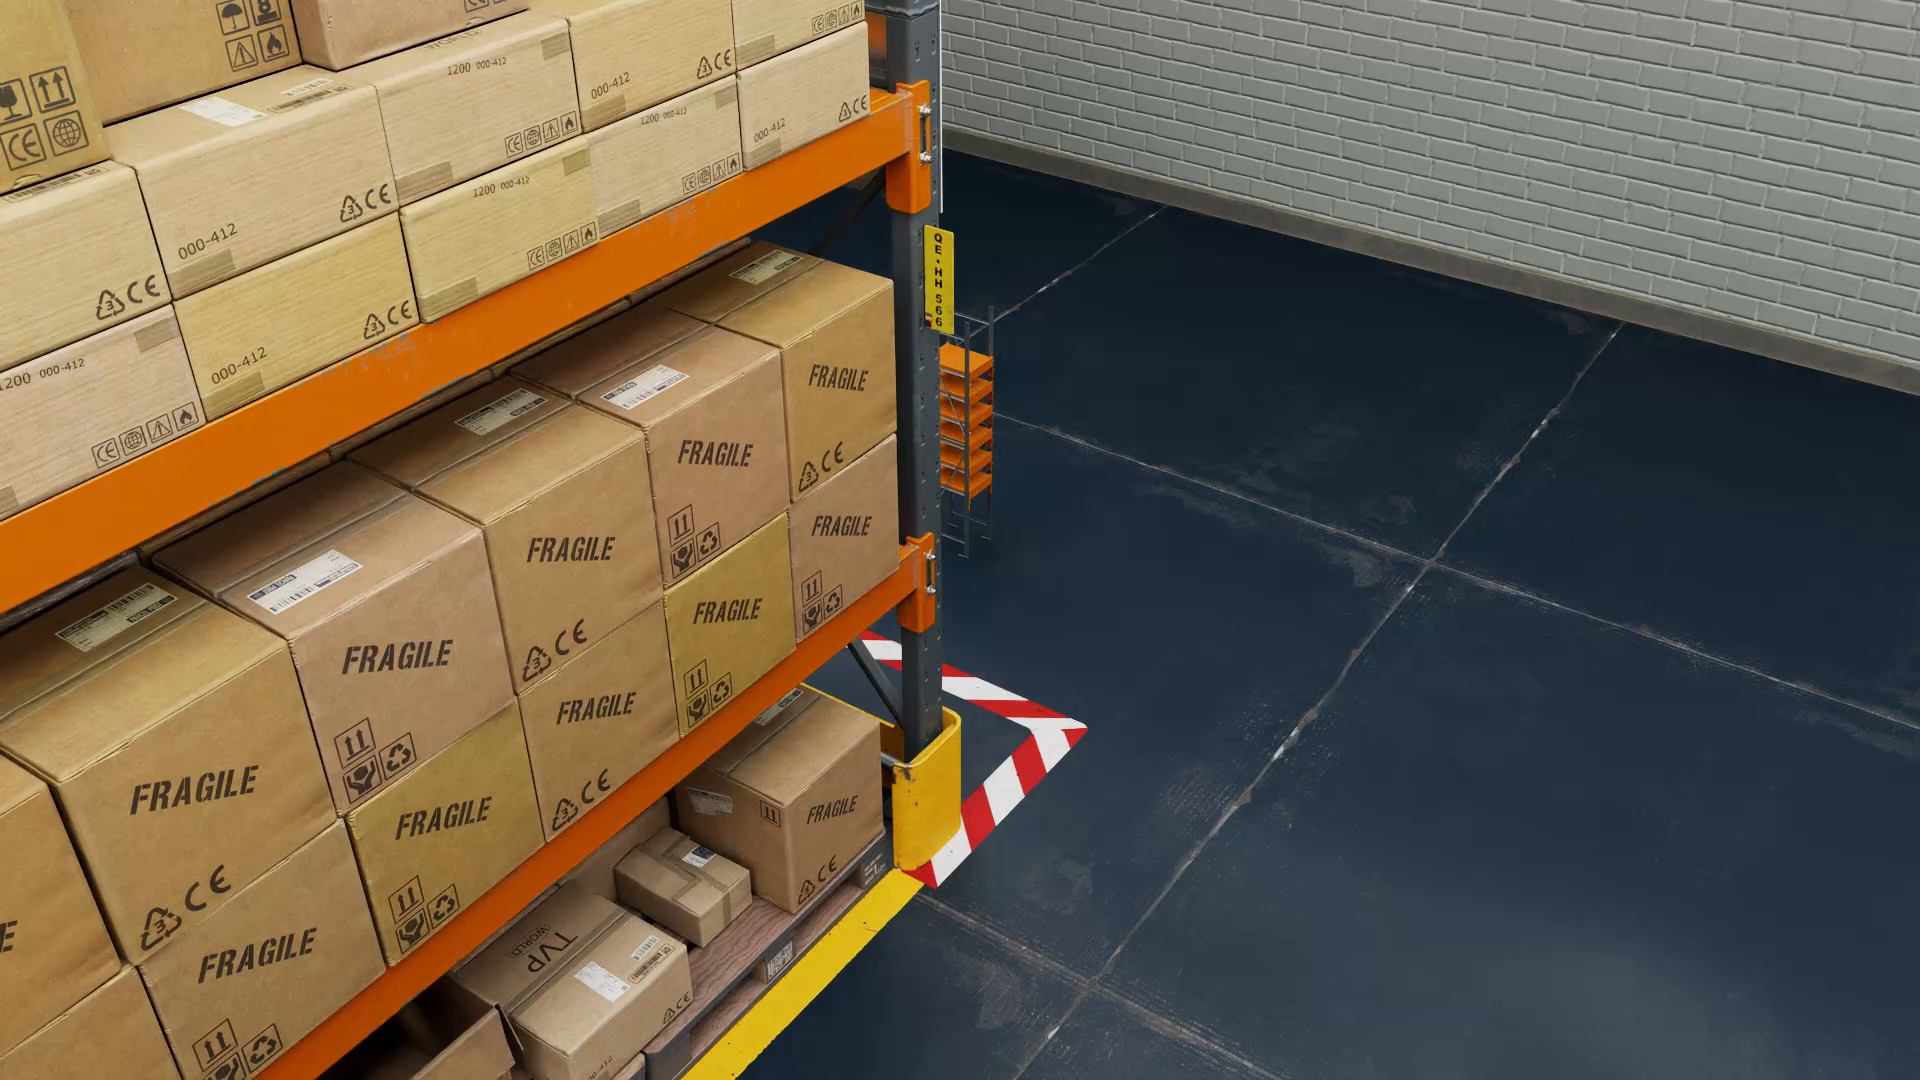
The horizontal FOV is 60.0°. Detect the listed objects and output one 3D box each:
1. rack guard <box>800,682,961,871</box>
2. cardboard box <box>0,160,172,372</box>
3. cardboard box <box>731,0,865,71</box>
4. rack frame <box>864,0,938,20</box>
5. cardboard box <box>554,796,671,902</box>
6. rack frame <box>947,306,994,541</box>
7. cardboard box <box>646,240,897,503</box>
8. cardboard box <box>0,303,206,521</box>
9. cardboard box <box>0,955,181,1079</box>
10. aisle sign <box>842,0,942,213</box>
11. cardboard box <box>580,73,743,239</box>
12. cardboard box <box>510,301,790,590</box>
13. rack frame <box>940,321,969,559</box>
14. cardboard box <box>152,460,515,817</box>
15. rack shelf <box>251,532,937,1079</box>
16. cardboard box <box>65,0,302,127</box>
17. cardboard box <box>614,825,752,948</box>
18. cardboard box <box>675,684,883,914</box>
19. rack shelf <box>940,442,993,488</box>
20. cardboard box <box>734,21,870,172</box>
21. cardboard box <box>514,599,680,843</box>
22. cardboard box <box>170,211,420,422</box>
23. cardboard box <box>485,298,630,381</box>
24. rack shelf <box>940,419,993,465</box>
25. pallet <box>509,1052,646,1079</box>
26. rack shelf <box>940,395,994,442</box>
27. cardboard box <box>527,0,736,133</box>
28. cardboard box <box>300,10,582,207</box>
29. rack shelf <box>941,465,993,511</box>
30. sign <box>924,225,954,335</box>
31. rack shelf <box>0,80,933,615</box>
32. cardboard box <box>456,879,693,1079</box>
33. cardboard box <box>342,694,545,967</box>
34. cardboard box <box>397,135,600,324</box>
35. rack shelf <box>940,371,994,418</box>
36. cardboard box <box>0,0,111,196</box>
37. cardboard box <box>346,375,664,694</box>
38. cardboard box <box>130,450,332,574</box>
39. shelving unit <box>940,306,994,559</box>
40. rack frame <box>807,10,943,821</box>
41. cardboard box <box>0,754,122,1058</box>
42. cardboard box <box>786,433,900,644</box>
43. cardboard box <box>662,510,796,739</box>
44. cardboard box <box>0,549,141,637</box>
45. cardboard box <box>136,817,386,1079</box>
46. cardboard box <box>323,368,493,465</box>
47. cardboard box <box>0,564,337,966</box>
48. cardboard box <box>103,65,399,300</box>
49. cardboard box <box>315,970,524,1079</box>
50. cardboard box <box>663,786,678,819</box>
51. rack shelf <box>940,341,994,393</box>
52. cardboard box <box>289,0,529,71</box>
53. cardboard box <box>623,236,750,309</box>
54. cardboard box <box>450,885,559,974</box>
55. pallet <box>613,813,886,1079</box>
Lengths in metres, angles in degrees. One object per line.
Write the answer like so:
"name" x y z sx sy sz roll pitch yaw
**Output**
"rack guard" -0.549 0.733 6.219 1.175 0.500 0.348 21 39 28
"cardboard box" -1.727 -0.485 2.800 0.500 0.250 0.500 21 39 28
"cardboard box" -0.589 -1.407 4.162 0.500 0.250 0.500 21 39 28
"rack frame" -0.506 -2.822 3.890 1.000 3.000 0.127 21 39 28
"cardboard box" -1.334 1.010 5.641 0.500 0.250 0.500 21 39 28
"rack frame" 0.044 -0.532 7.466 0.240 1.200 0.006 21 39 28
"cardboard box" -0.534 -0.500 4.830 0.500 0.500 0.500 21 39 28
"cardboard box" -1.731 -0.280 2.942 0.500 0.250 0.500 21 39 28
"cardboard box" -1.983 1.078 3.389 0.500 0.500 0.500 22 40 29
"aisle sign" -0.215 -1.347 4.744 0.394 0.787 0.004 21 39 28
"cardboard box" -0.876 -0.970 3.963 0.500 0.250 0.500 21 39 28
"cardboard box" -0.821 -0.267 4.486 0.500 0.500 0.500 22 40 29
"rack frame" -0.060 -0.448 7.342 0.240 1.200 0.006 21 39 28
"cardboard box" -1.406 0.209 3.781 0.500 0.500 0.500 23 40 30
"rack shelf" -1.646 0.881 4.411 1.077 0.370 4.000 21 39 28
"cardboard box" -1.699 -1.126 3.078 0.700 0.500 0.500 21 39 28
"cardboard box" -0.918 1.141 5.522 0.380 0.166 0.250 21 39 28
"cardboard box" -0.613 0.845 5.661 0.500 0.500 0.500 21 39 28
"rack shelf" -0.008 -0.354 7.496 0.258 0.103 0.180 21 39 28
"cardboard box" -0.582 -1.197 4.298 0.500 0.250 0.500 21 39 28
"cardboard box" -1.119 0.382 4.418 0.500 0.500 0.500 22 40 29
"cardboard box" -1.449 -0.511 3.284 0.500 0.250 0.500 21 39 28
"cardboard box" -1.267 -0.430 4.726 0.500 0.500 0.500 22 40 29
"rack shelf" -0.008 -0.454 7.429 0.258 0.103 0.180 21 39 28
"pallet" -1.699 1.780 4.930 1.003 0.211 1.213 21 39 28
"rack shelf" -0.008 -0.553 7.362 0.258 0.103 0.180 21 39 28
"cardboard box" -0.874 -1.176 3.822 0.500 0.250 0.500 21 39 28
"cardboard box" -1.162 -0.948 3.483 0.500 0.250 0.500 21 39 28
"rack shelf" -0.008 -0.255 7.563 0.258 0.103 0.180 21 39 28
"sign" -0.061 -0.761 4.882 0.100 0.325 0.005 21 39 28
"rack shelf" -1.646 -0.361 3.571 1.077 0.370 4.000 21 39 28
"cardboard box" -1.180 1.376 5.099 0.500 0.250 0.500 21 39 28
"cardboard box" -1.407 0.614 4.075 0.500 0.500 0.500 21 39 28
"cardboard box" -1.150 -0.736 3.617 0.500 0.250 0.500 21 39 28
"rack shelf" -0.008 -0.652 7.294 0.258 0.103 0.180 21 39 28
"cardboard box" -1.859 -0.847 2.666 0.700 0.500 0.500 21 39 28
"cardboard box" -1.113 -0.027 4.130 0.500 0.500 0.500 22 40 29
"cardboard box" -1.845 0.033 4.041 0.500 0.500 0.500 21 39 28
"shelving unit" -0.008 -0.490 7.404 0.258 1.200 0.189 21 39 28
"rack frame" -0.506 -0.337 5.571 1.000 3.000 0.127 21 39 28
"cardboard box" -1.993 0.684 3.079 0.500 0.500 0.500 20 39 27
"cardboard box" -0.537 -0.085 5.109 0.500 0.500 0.500 23 40 30
"cardboard box" -0.830 0.155 4.755 0.500 0.500 0.500 22 40 29
"cardboard box" -2.133 0.264 3.700 0.500 0.500 0.500 22 40 29
"cardboard box" -1.695 0.849 3.728 0.500 0.500 0.500 21 39 28
"cardboard box" -1.556 -0.201 4.388 0.500 0.500 0.500 22 40 29
"cardboard box" -1.699 0.447 3.429 0.500 0.500 0.500 20 39 27
"cardboard box" -1.442 -0.715 3.140 0.500 0.250 0.500 21 39 28
"cardboard box" -1.719 1.489 4.706 0.797 0.503 0.637 21 39 28
"cardboard box" -1.169 0.852 5.948 0.380 0.166 0.250 21 39 28
"rack shelf" -0.008 -0.752 7.227 0.258 0.103 0.180 21 39 28
"cardboard box" -1.337 -1.326 3.374 0.700 0.500 0.500 21 39 28
"cardboard box" -0.975 -0.673 5.085 0.500 0.500 0.500 23 40 30
"cardboard box" -1.619 1.240 5.301 0.500 0.250 0.500 21 39 28
"pallet" -1.003 1.220 5.757 1.003 0.211 1.213 21 39 28
